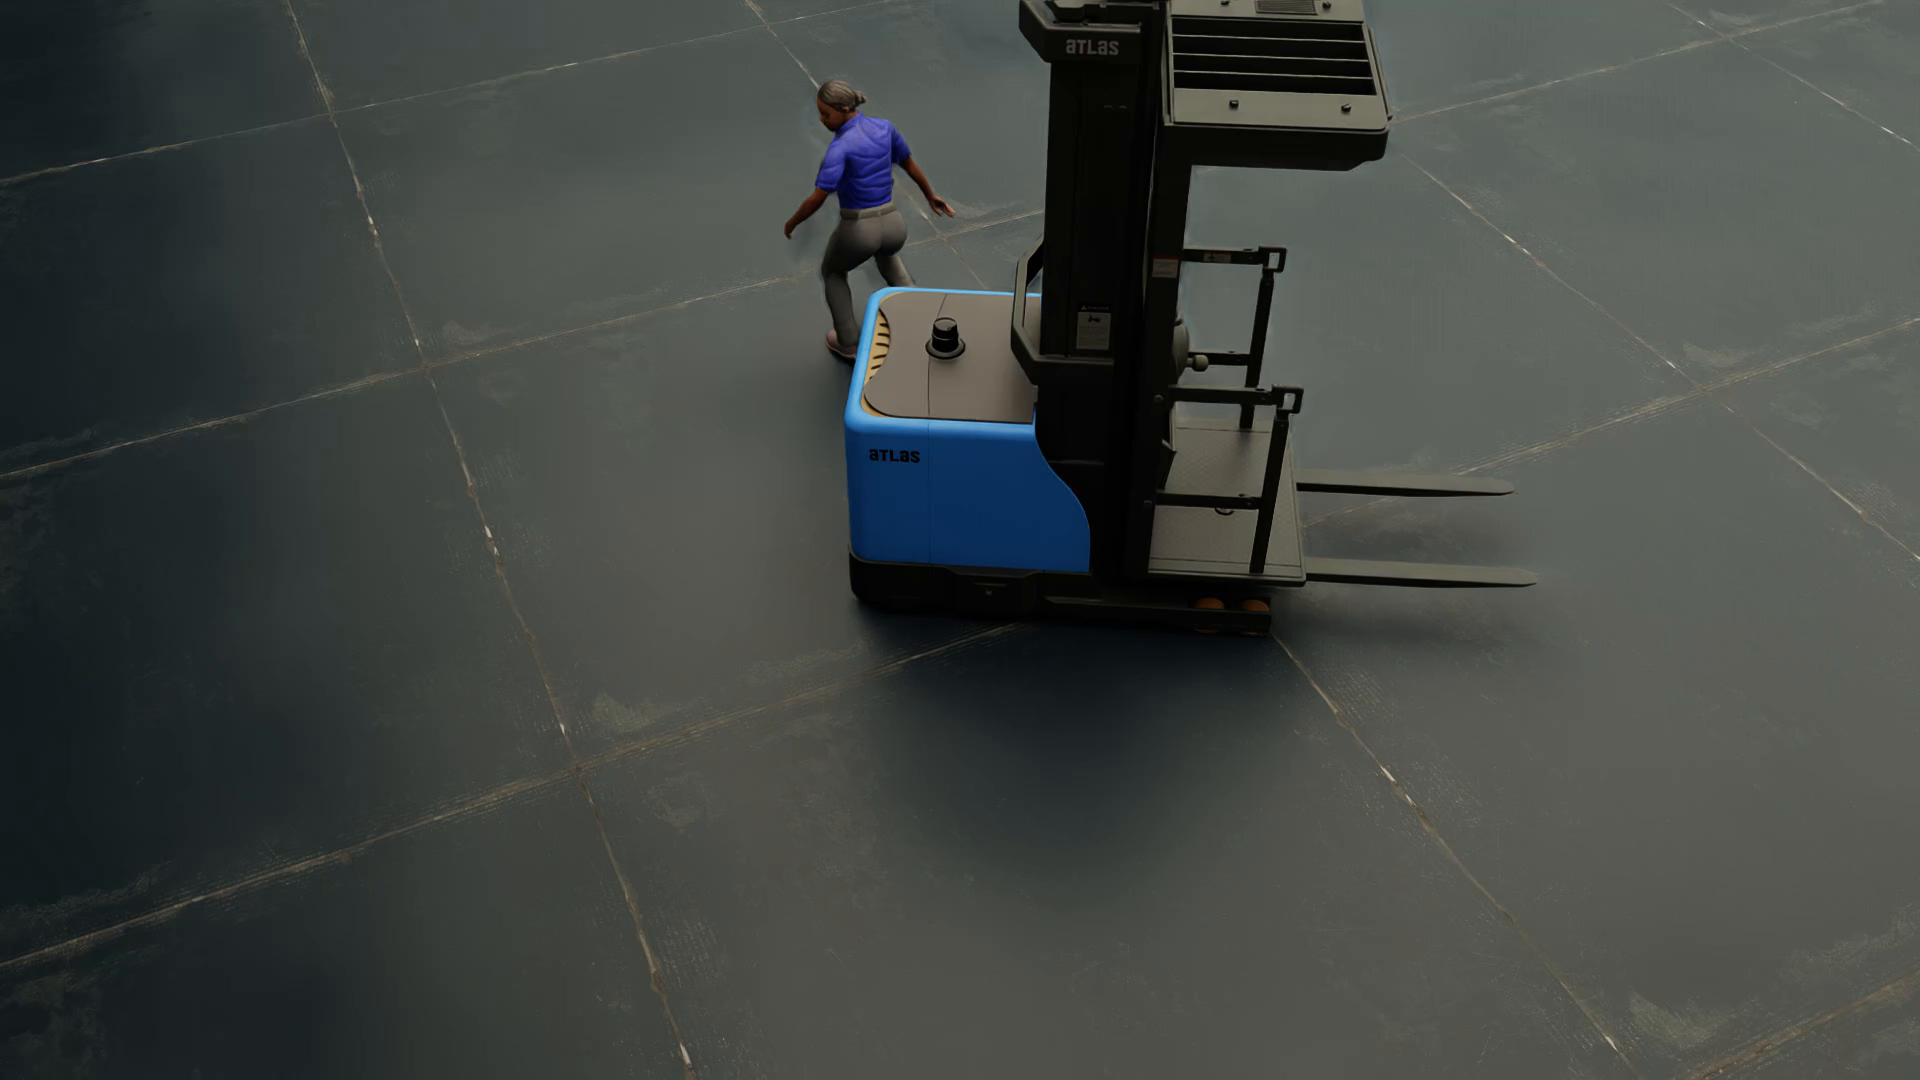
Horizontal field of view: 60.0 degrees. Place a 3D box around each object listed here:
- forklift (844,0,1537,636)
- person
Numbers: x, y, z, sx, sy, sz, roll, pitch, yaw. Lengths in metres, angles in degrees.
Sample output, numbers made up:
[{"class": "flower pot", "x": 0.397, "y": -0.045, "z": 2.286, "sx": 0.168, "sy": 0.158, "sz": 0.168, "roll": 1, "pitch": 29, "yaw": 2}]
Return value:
[{"class": "forklift", "x": 1.051, "y": -1.026, "z": 6.780, "sx": 3.031, "sy": 2.935, "sz": 1.130, "roll": 3, "pitch": 43, "yaw": 3}, {"class": "person", "x": -0.439, "y": -1.635, "z": 8.539, "sx": 0.885, "sy": 1.503, "sz": 0.492, "roll": -27, "pitch": 49, "yaw": -26}]
